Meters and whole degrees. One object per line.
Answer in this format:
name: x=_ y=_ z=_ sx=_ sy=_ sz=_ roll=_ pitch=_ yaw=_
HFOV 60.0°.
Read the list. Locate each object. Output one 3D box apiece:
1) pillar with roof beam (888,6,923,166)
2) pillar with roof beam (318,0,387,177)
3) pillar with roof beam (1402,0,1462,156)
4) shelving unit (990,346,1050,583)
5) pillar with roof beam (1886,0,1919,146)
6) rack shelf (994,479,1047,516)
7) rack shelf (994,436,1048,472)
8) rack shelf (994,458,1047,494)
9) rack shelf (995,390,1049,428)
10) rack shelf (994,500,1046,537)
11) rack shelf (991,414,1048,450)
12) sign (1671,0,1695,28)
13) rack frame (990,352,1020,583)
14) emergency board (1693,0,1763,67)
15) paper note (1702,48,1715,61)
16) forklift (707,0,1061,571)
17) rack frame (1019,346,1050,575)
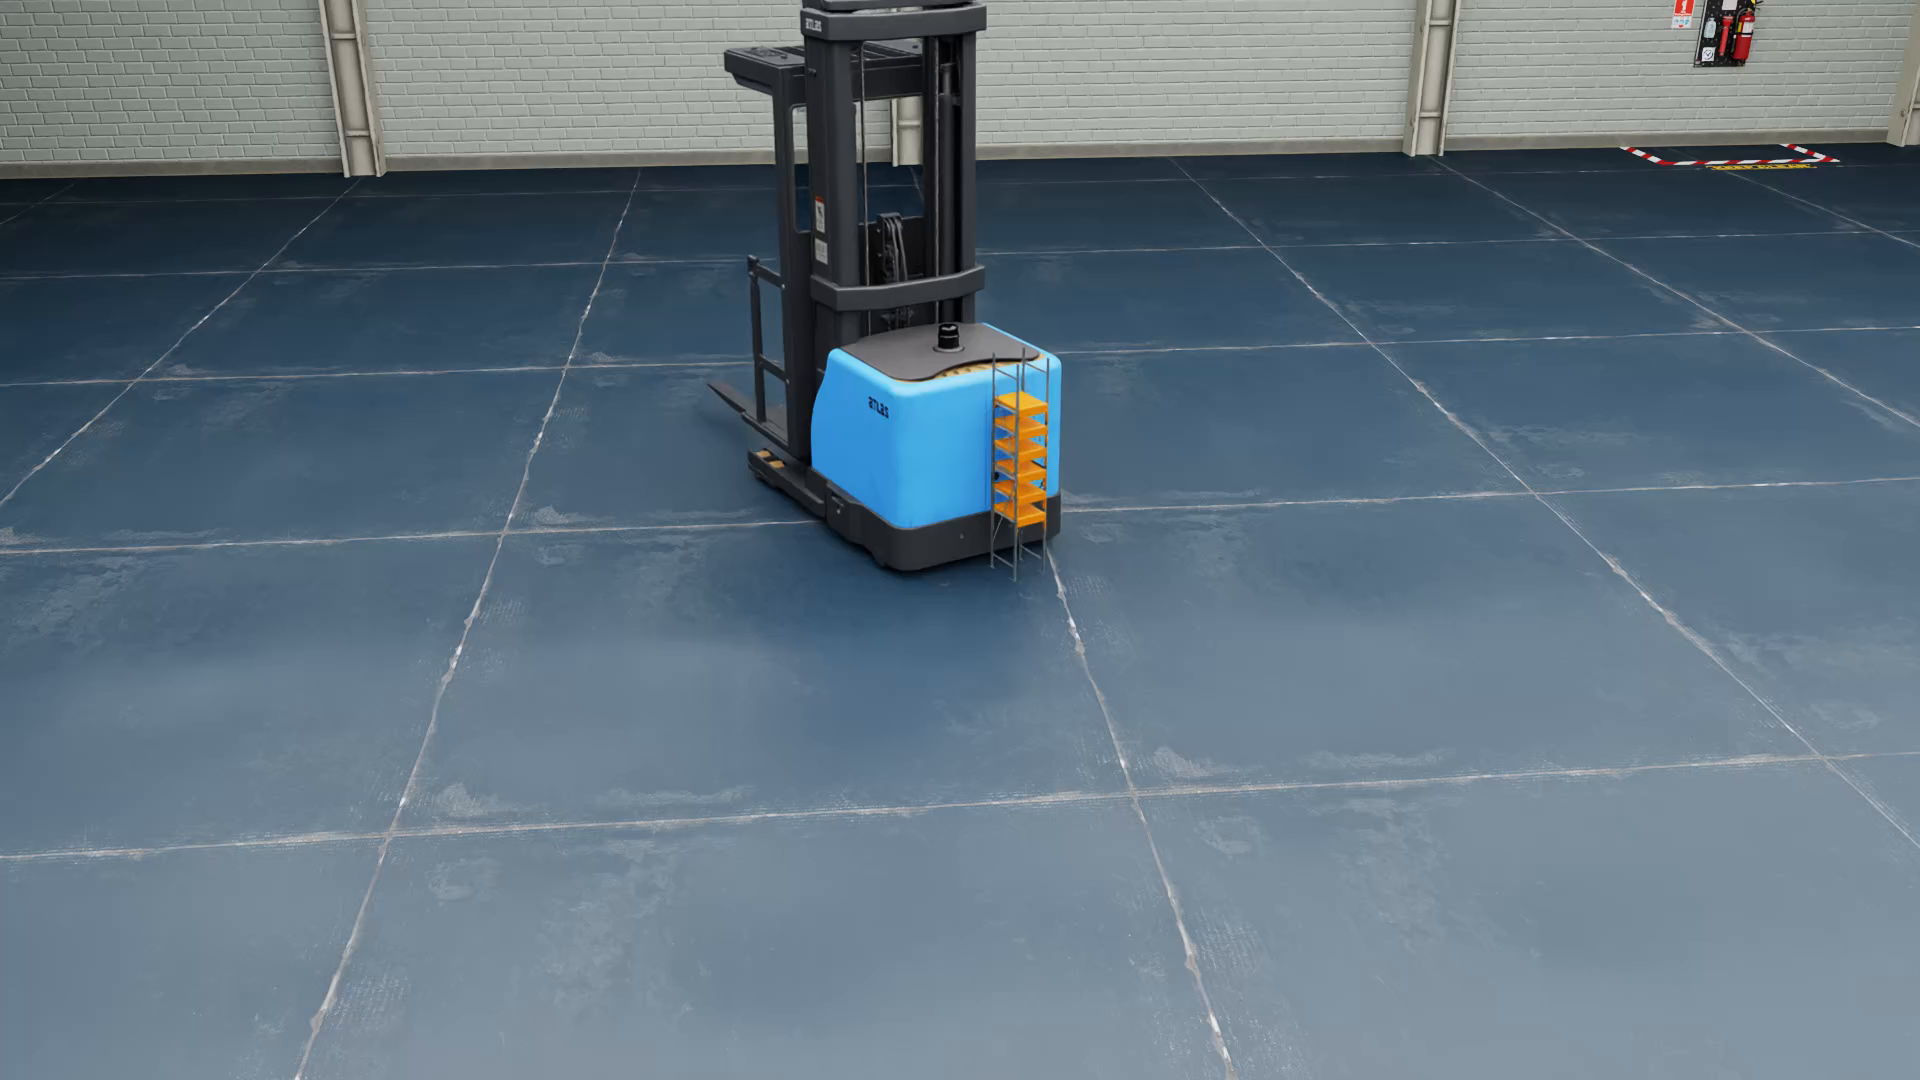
pillar with roof beam: x=-0.153 y=-6.645 z=13.121 sx=0.400 sy=9.000 sz=9.100 roll=-2 pitch=24 yaw=-5
pillar with roof beam: x=-6.124 y=-6.406 z=12.583 sx=0.400 sy=9.000 sz=9.100 roll=-2 pitch=24 yaw=-5
pillar with roof beam: x=5.818 y=-6.885 z=13.660 sx=0.400 sy=9.000 sz=9.100 roll=-2 pitch=24 yaw=-5
shelving unit: x=0.307 y=-0.384 z=8.637 sx=0.189 sy=1.200 sz=0.258 roll=-14 pitch=28 yaw=-29
pillar with roof beam: x=11.789 y=-7.124 z=14.199 sx=0.400 sy=9.000 sz=9.100 roll=-2 pitch=24 yaw=-5
rack shelf: x=0.307 y=-0.234 z=8.703 sx=0.180 sy=0.103 sz=0.258 roll=-14 pitch=28 yaw=-29
rack shelf: x=0.307 y=-0.453 z=8.606 sx=0.180 sy=0.103 sz=0.258 roll=-14 pitch=28 yaw=-29
rack shelf: x=0.307 y=-0.343 z=8.655 sx=0.180 sy=0.103 sz=0.258 roll=-14 pitch=28 yaw=-29
rack shelf: x=0.307 y=-0.673 z=8.509 sx=0.180 sy=0.103 sz=0.258 roll=-14 pitch=28 yaw=-29
rack shelf: x=0.307 y=-0.124 z=8.752 sx=0.180 sy=0.103 sz=0.258 roll=-14 pitch=28 yaw=-29
rack shelf: x=0.307 y=-0.563 z=8.557 sx=0.180 sy=0.103 sz=0.258 roll=-14 pitch=28 yaw=-29
sign: x=8.342 y=-6.076 z=19.182 sx=0.234 sy=0.329 sz=0.001 roll=-2 pitch=24 yaw=-5
rack frame: x=0.230 y=-0.364 z=8.592 sx=0.006 sy=1.200 sz=0.240 roll=-14 pitch=28 yaw=-29
emergency board: x=8.903 y=-6.040 z=19.145 sx=0.643 sy=1.169 sz=0.194 roll=-2 pitch=24 yaw=-5
paper note: x=8.720 y=-5.658 z=19.371 sx=0.142 sy=0.148 sz=0.016 roll=-2 pitch=24 yaw=-5
forklift: x=-0.629 y=-1.733 z=9.541 sx=1.130 sy=2.935 sz=3.031 roll=-13 pitch=27 yaw=-28
rack frame: x=0.384 y=-0.404 z=8.681 sx=0.006 sy=1.200 sz=0.240 roll=-14 pitch=28 yaw=-29
